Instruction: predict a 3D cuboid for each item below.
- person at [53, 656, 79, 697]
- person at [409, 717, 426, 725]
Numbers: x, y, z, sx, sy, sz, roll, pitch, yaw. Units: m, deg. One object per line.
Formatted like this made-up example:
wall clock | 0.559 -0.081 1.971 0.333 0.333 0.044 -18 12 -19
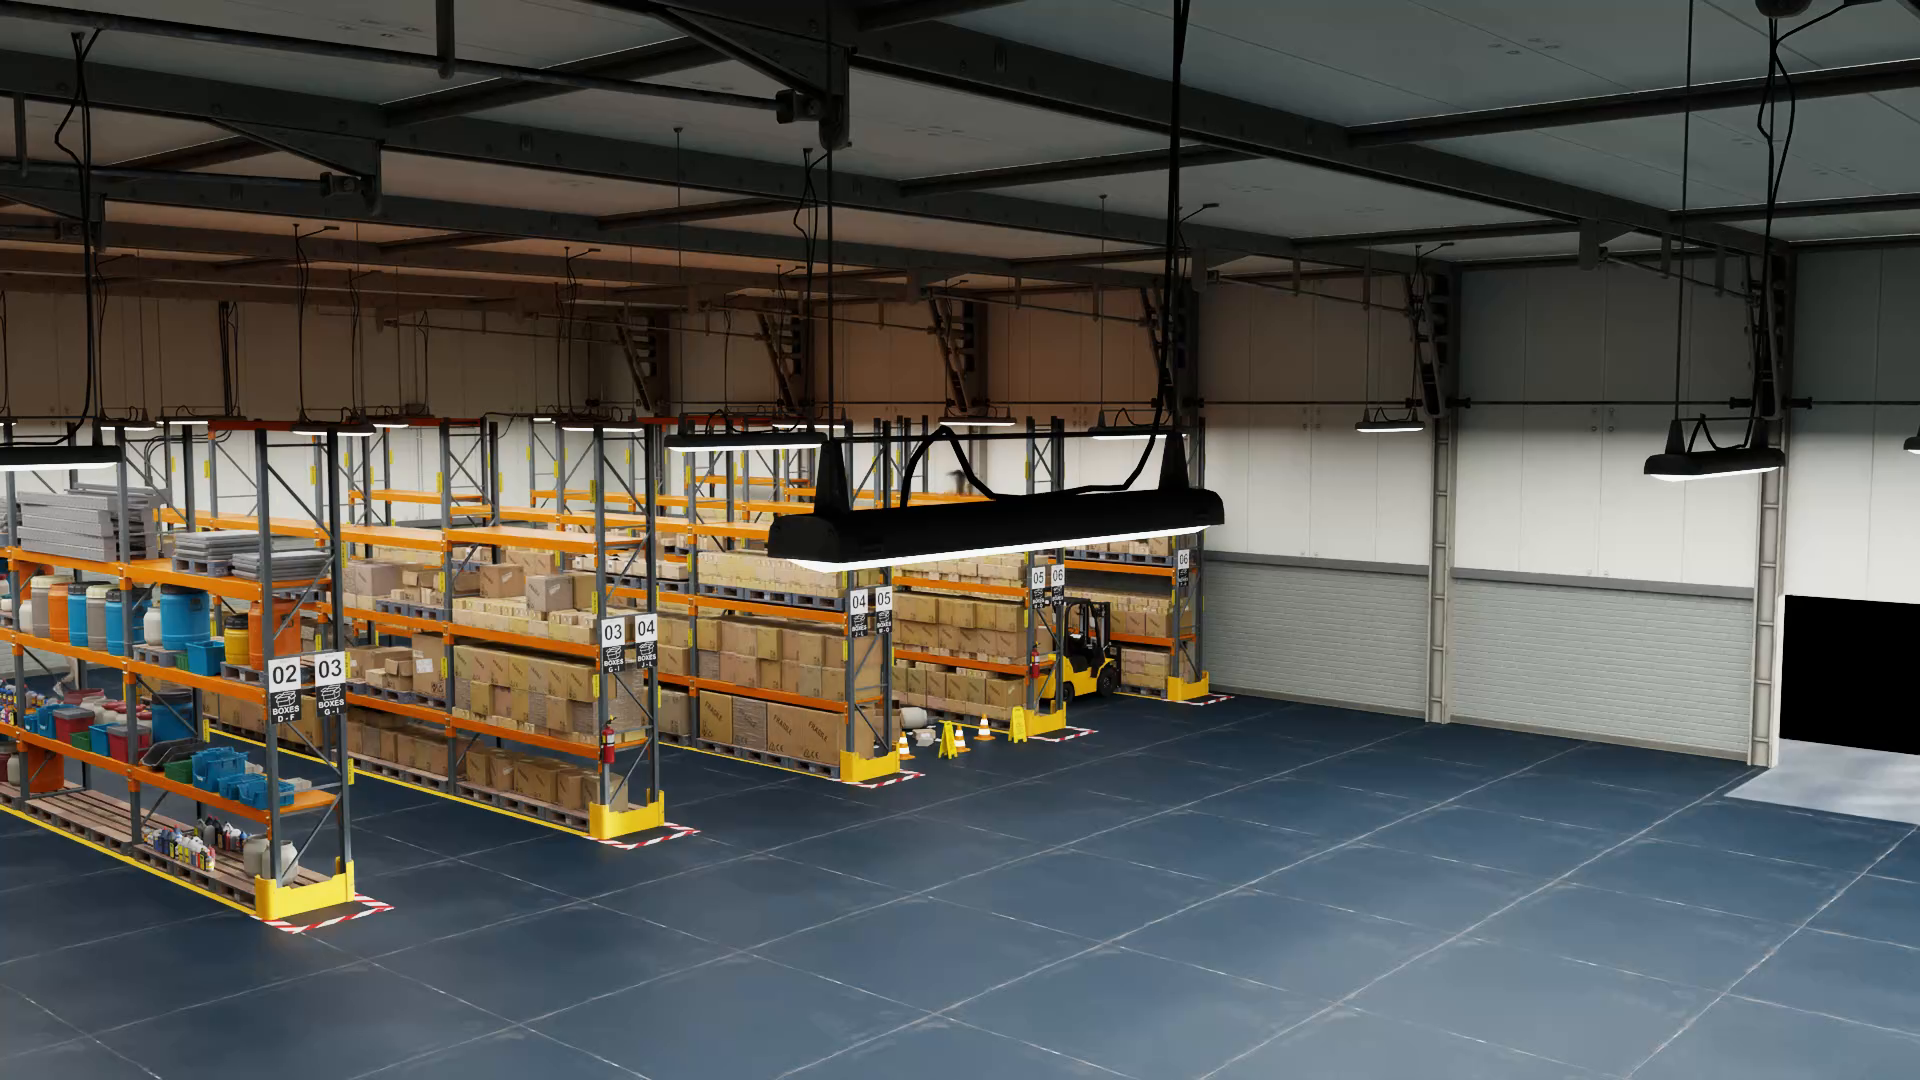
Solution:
person | -18.877 2.522 35.494 0.956 1.679 0.744 0 5 1
person | -10.243 2.989 31.778 0.884 1.401 0.644 1 5 14
